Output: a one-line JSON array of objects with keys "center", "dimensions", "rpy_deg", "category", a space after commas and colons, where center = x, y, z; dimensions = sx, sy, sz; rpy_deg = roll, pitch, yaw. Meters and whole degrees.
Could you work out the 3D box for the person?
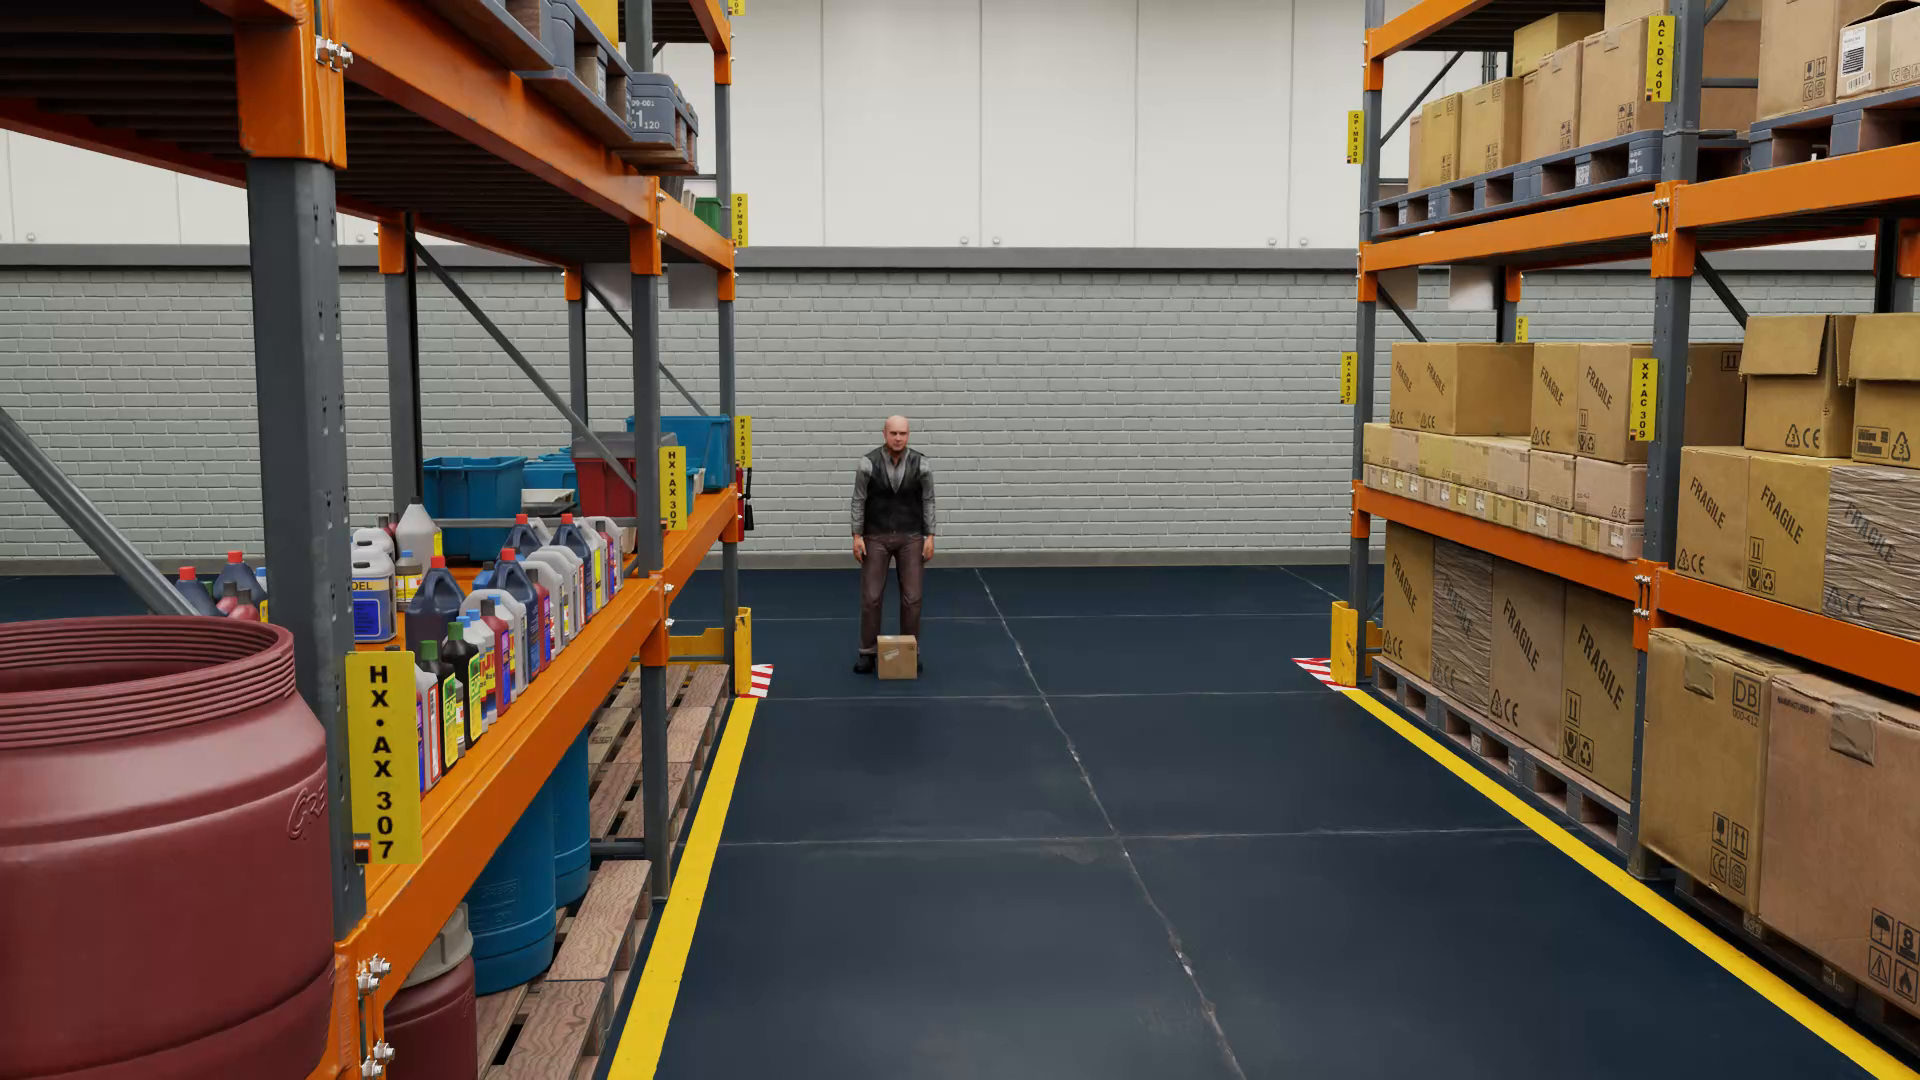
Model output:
[{"center": [-0.448, 0.015, 11.224], "dimensions": [0.578, 1.719, 0.420], "rpy_deg": [-1, 7, -6], "category": "person"}]
